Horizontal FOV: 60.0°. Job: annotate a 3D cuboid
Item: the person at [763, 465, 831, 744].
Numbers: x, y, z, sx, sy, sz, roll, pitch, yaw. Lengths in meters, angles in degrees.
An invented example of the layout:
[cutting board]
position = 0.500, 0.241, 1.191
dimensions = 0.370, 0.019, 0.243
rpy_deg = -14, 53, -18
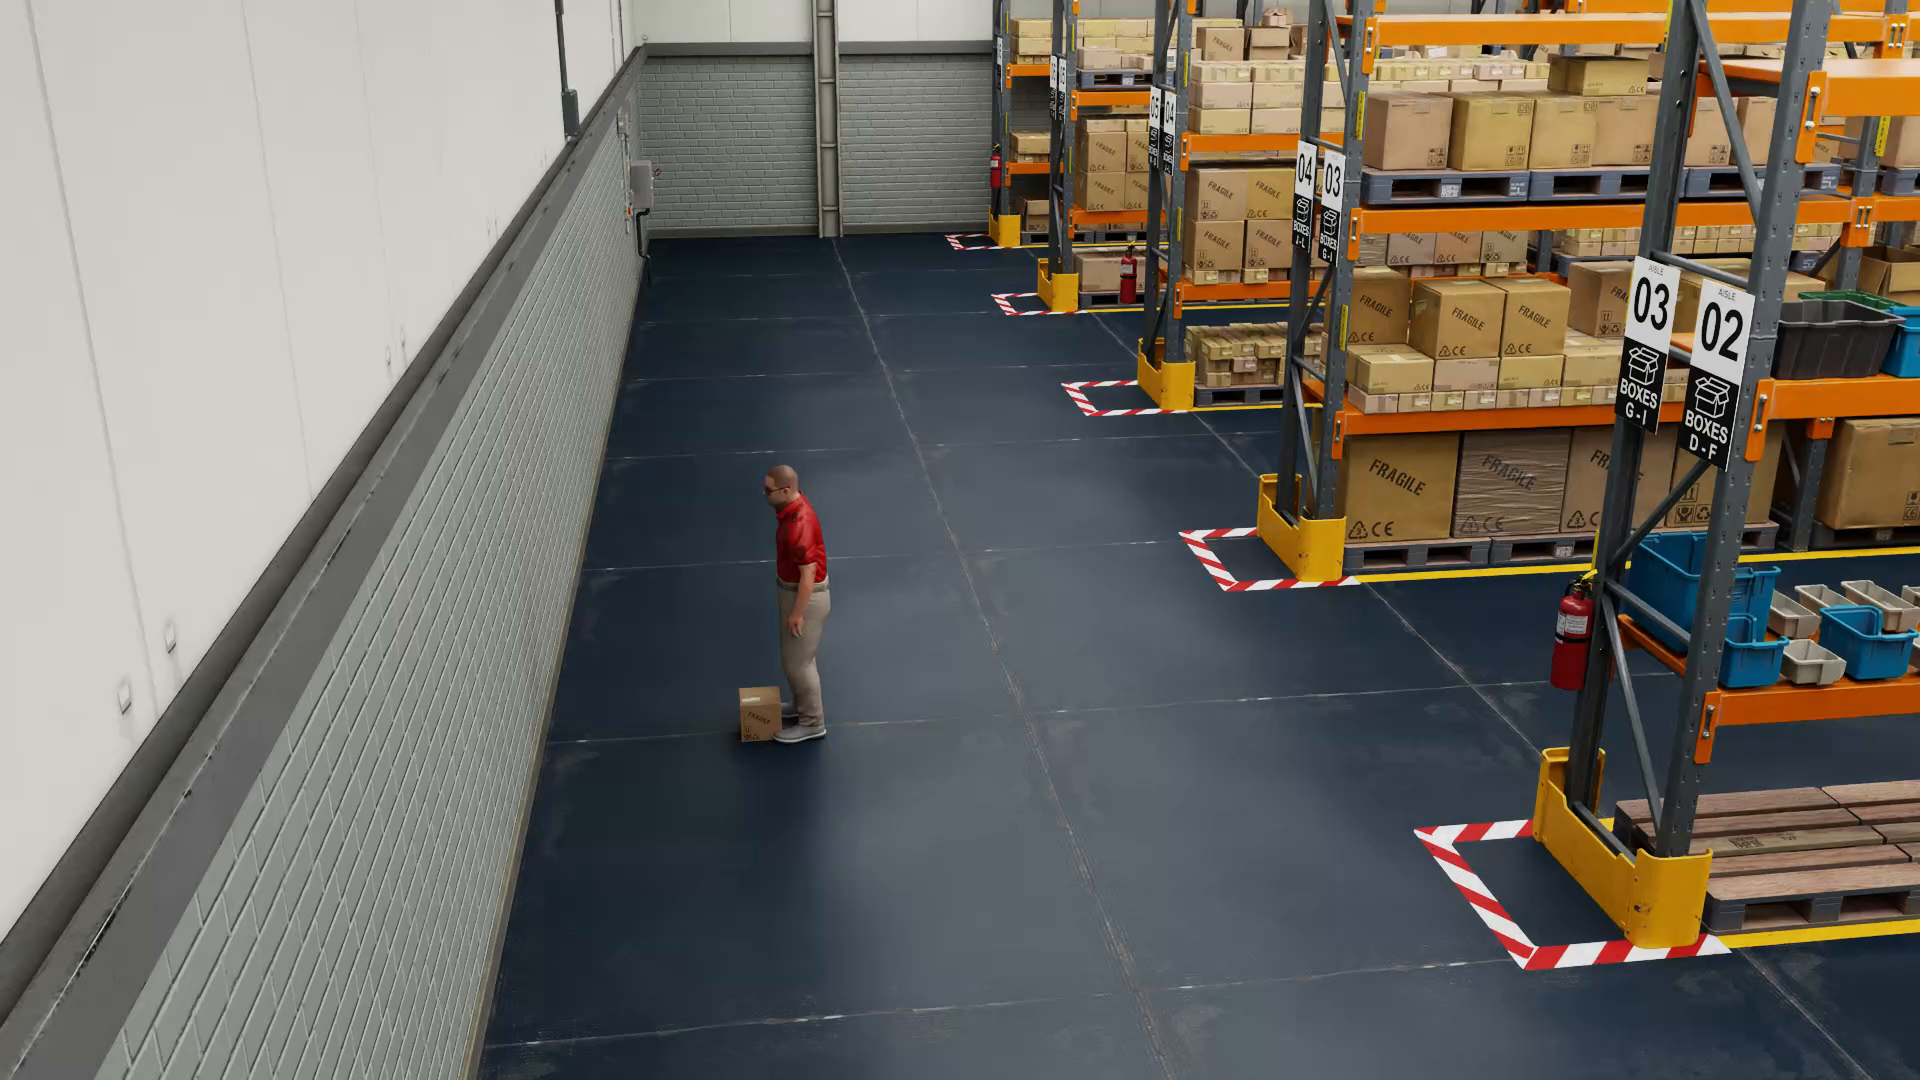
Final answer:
[person]
position = -0.985, 0.366, 10.080
dimensions = 0.388, 1.726, 0.590
rpy_deg = -3, 20, -8
